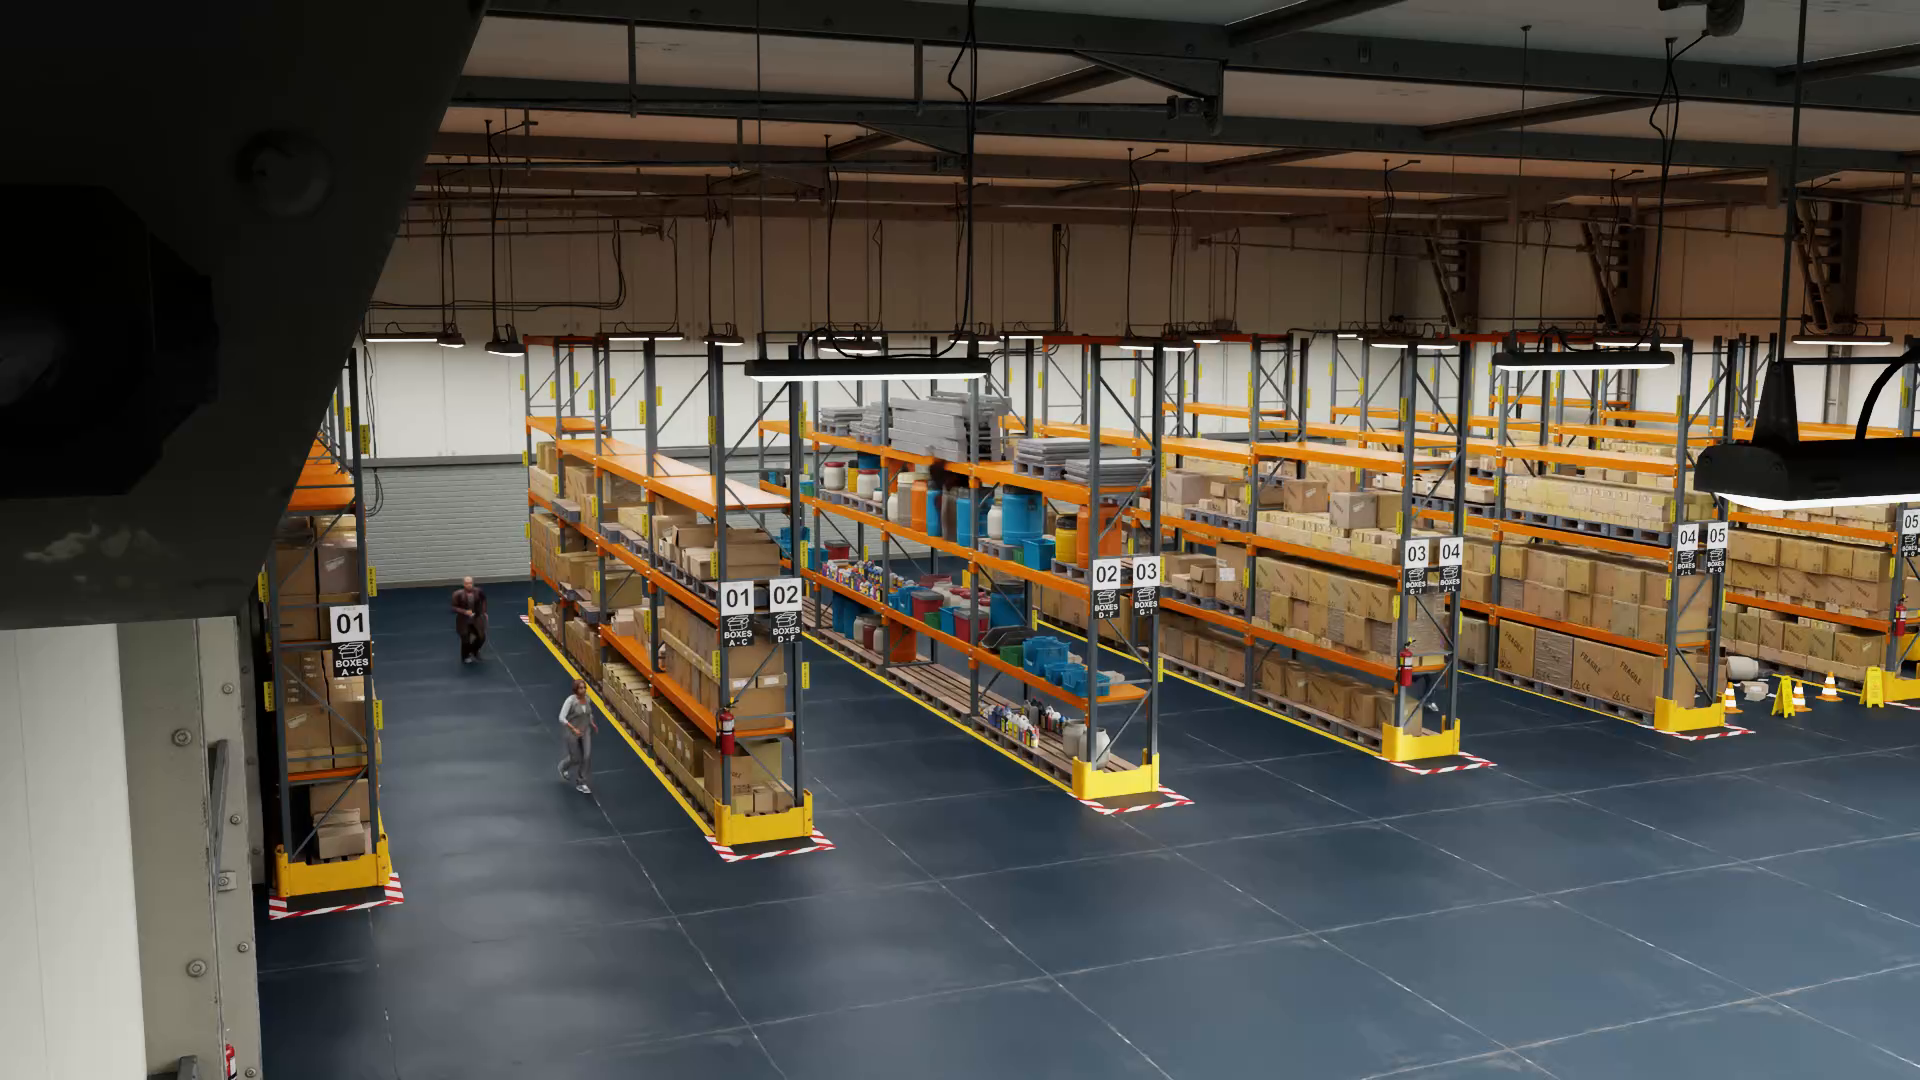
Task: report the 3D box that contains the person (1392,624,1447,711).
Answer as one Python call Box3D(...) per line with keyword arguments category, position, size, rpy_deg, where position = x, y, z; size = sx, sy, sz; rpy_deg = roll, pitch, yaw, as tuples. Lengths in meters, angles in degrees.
Box3D(category="person", position=(7.502, 2.014, 27.098), size=(0.516, 1.417, 0.964), rpy_deg=(-5, 9, -33))

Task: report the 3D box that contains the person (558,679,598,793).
Box3D(category="person", position=(-5.197, 2.605, 22.393), size=(0.539, 1.556, 0.713), rpy_deg=(-7, 10, -41))

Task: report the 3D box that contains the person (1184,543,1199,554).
Box3D(category="person", position=(5.979, -0.316, 43.534), size=(0.646, 1.782, 0.838), rpy_deg=(5, 9, 31))

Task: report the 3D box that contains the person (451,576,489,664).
Box3D(category="person", position=(-8.958, 1.470, 30.400), size=(0.705, 1.667, 0.861), rpy_deg=(-5, 9, -31))
